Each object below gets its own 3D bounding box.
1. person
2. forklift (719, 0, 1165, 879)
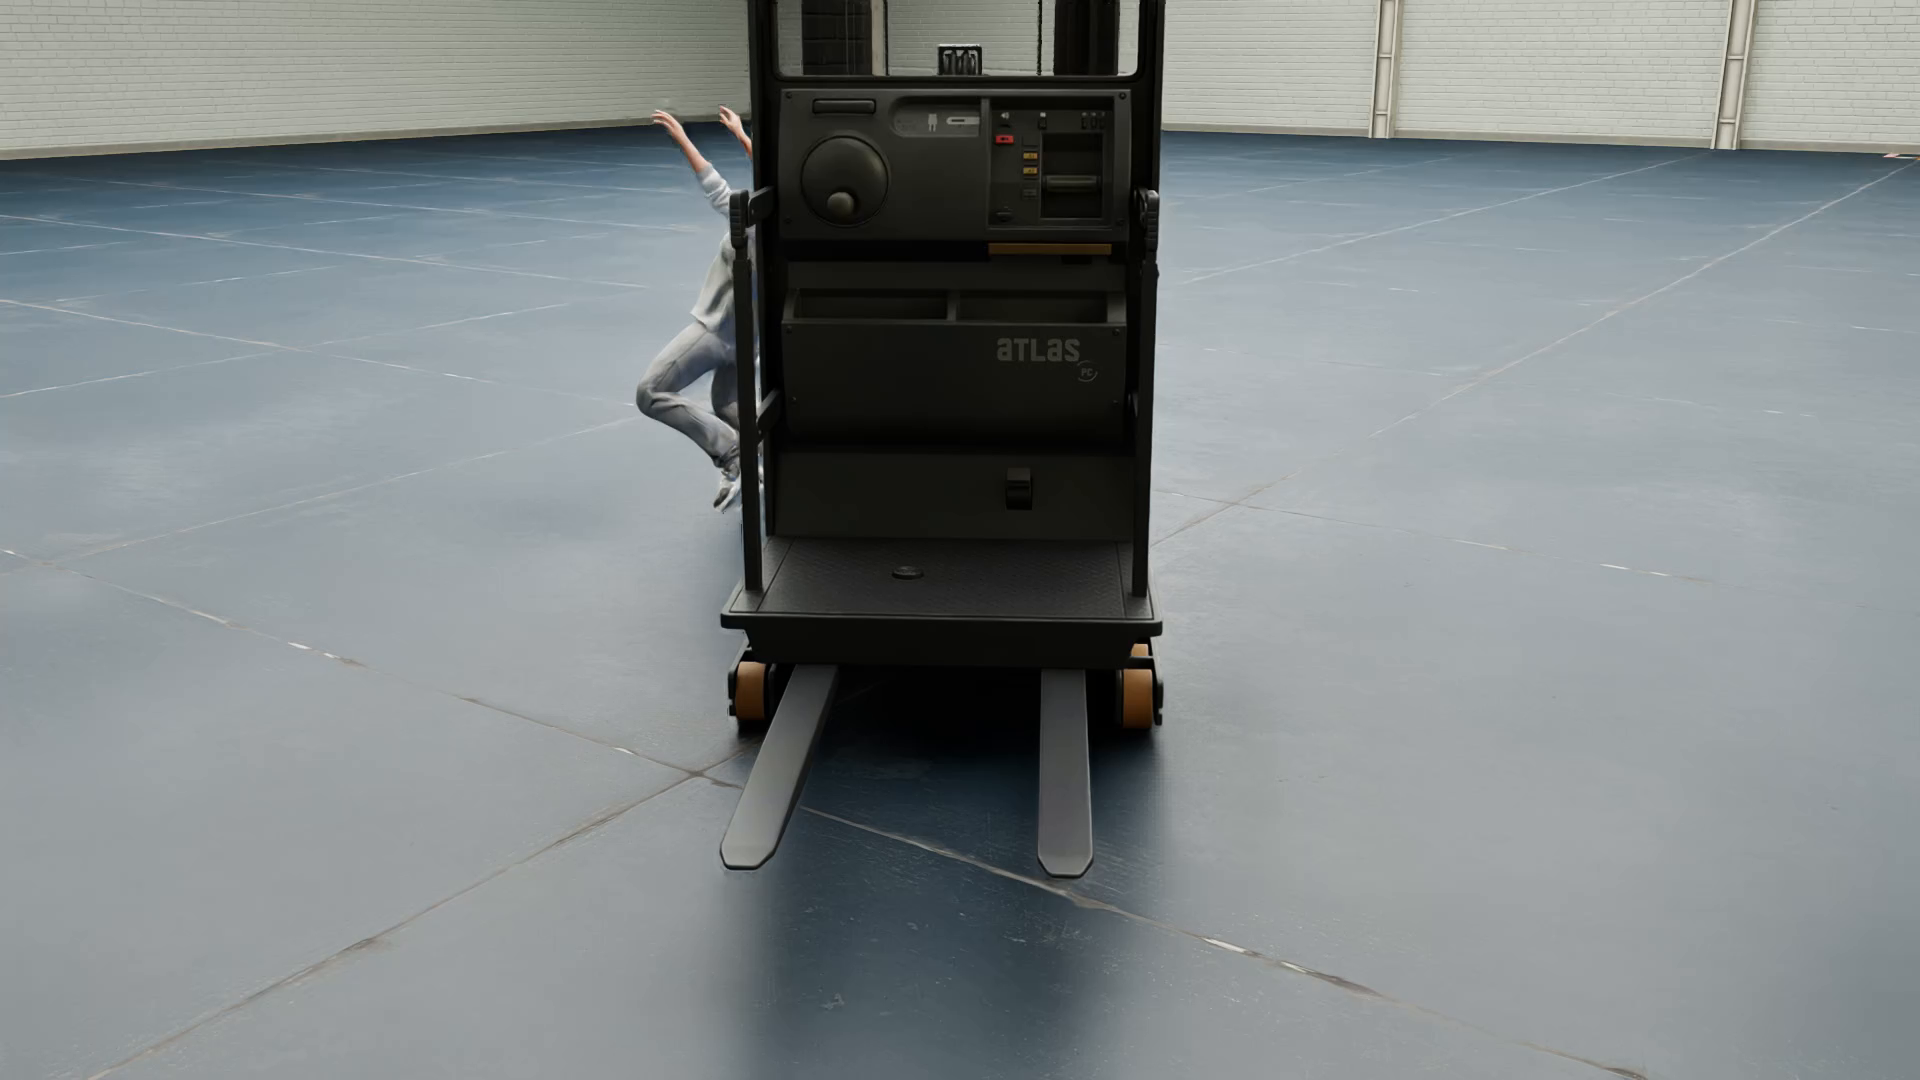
[{"bbox_3d":[-0.824,-0.846,6.171,0.661,1.480,0.821,7,18,21],"label":"person"},{"bbox_3d":[-0.024,-1.005,4.195,1.130,2.935,3.031,1,17,3],"label":"forklift"}]
